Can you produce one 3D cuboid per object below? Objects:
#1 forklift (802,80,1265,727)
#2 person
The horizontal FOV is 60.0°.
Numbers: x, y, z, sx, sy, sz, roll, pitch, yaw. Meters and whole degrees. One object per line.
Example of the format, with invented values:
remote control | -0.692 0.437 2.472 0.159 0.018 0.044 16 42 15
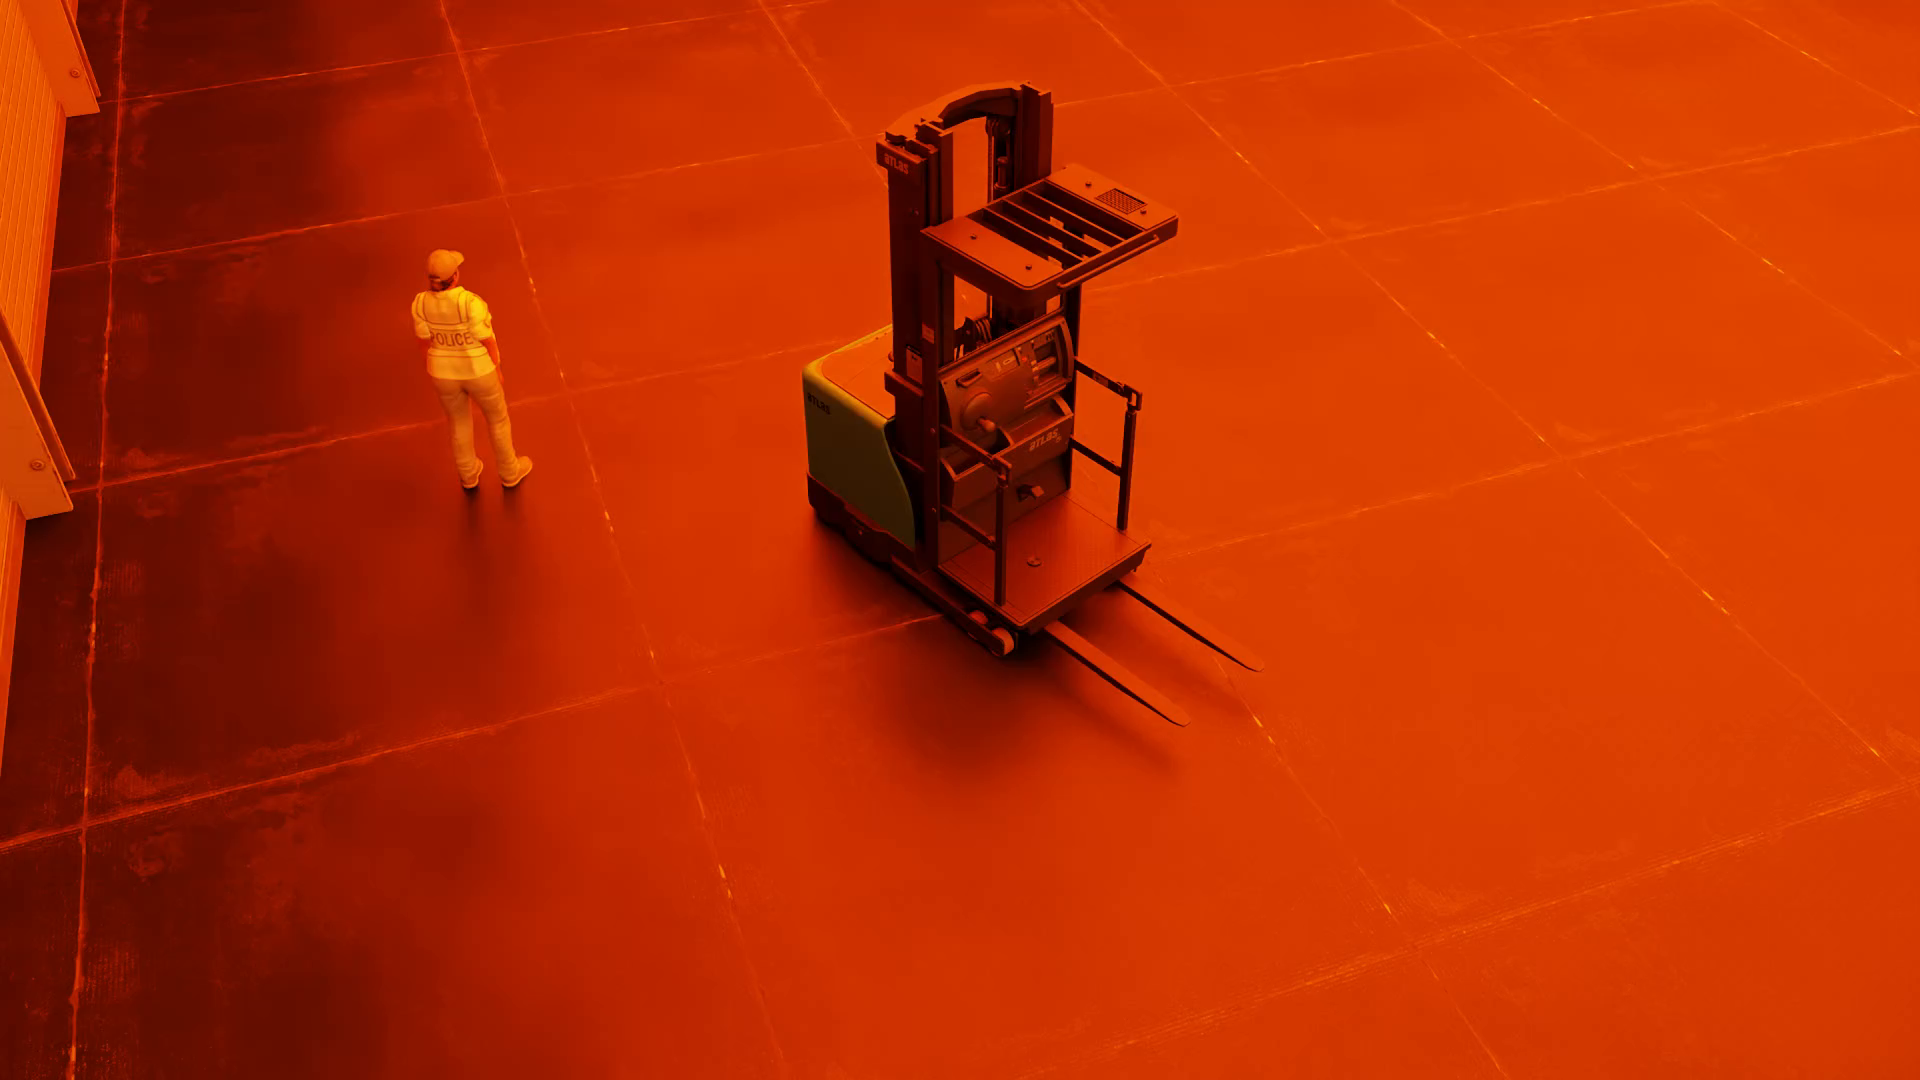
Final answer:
forklift | 0.409 -0.833 8.988 1.130 2.935 3.031 -30 49 -31
person | -3.029 -1.043 10.229 0.482 1.669 0.393 1 40 2
